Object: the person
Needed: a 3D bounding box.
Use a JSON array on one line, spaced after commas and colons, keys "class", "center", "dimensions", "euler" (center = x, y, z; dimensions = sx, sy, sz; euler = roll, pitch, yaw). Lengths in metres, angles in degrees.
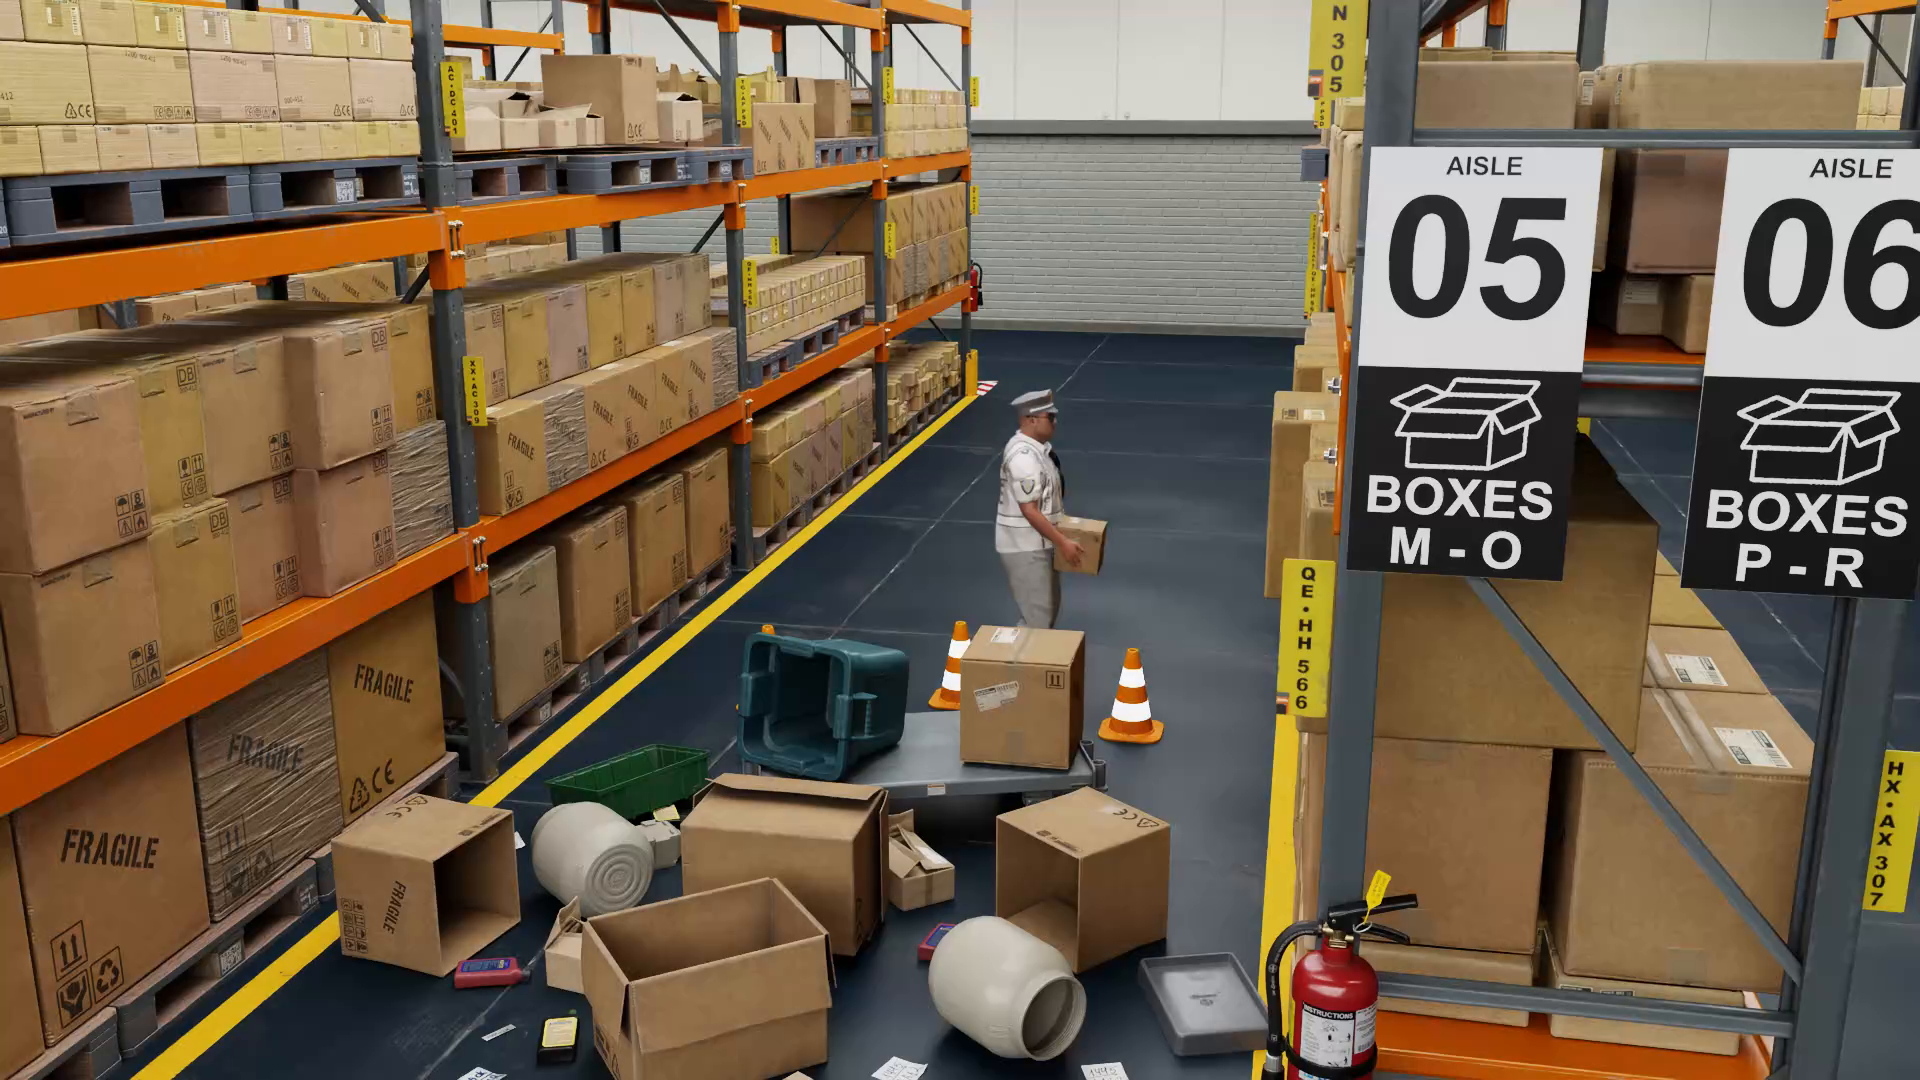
[{"class": "person", "center": [0.464, 0.032, 9.325], "dimensions": [0.512, 1.772, 0.530], "euler": [3, 15, 11]}]
